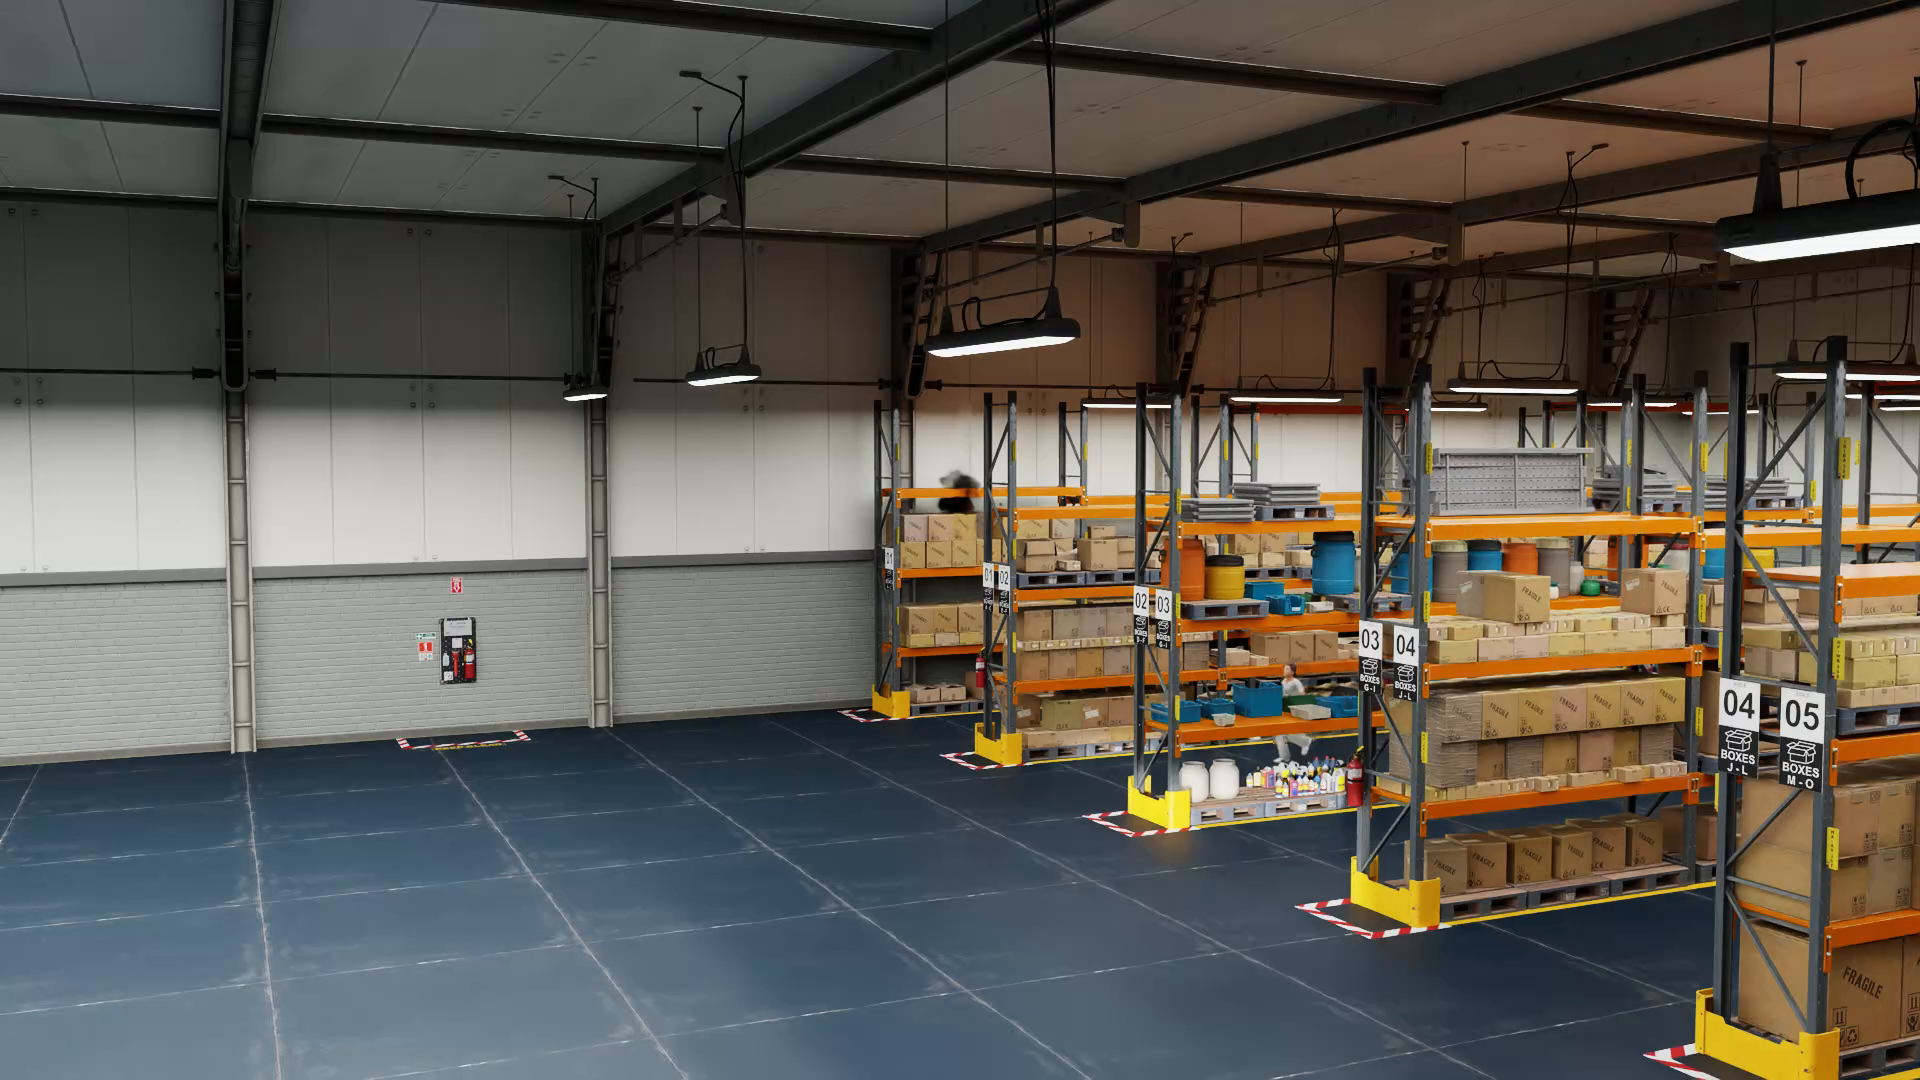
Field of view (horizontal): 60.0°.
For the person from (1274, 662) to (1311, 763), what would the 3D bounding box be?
[{"bbox_3d":[5.365,2.783,26.879,0.683,1.625,0.605,-2,4,-31],"label":"person"}]
